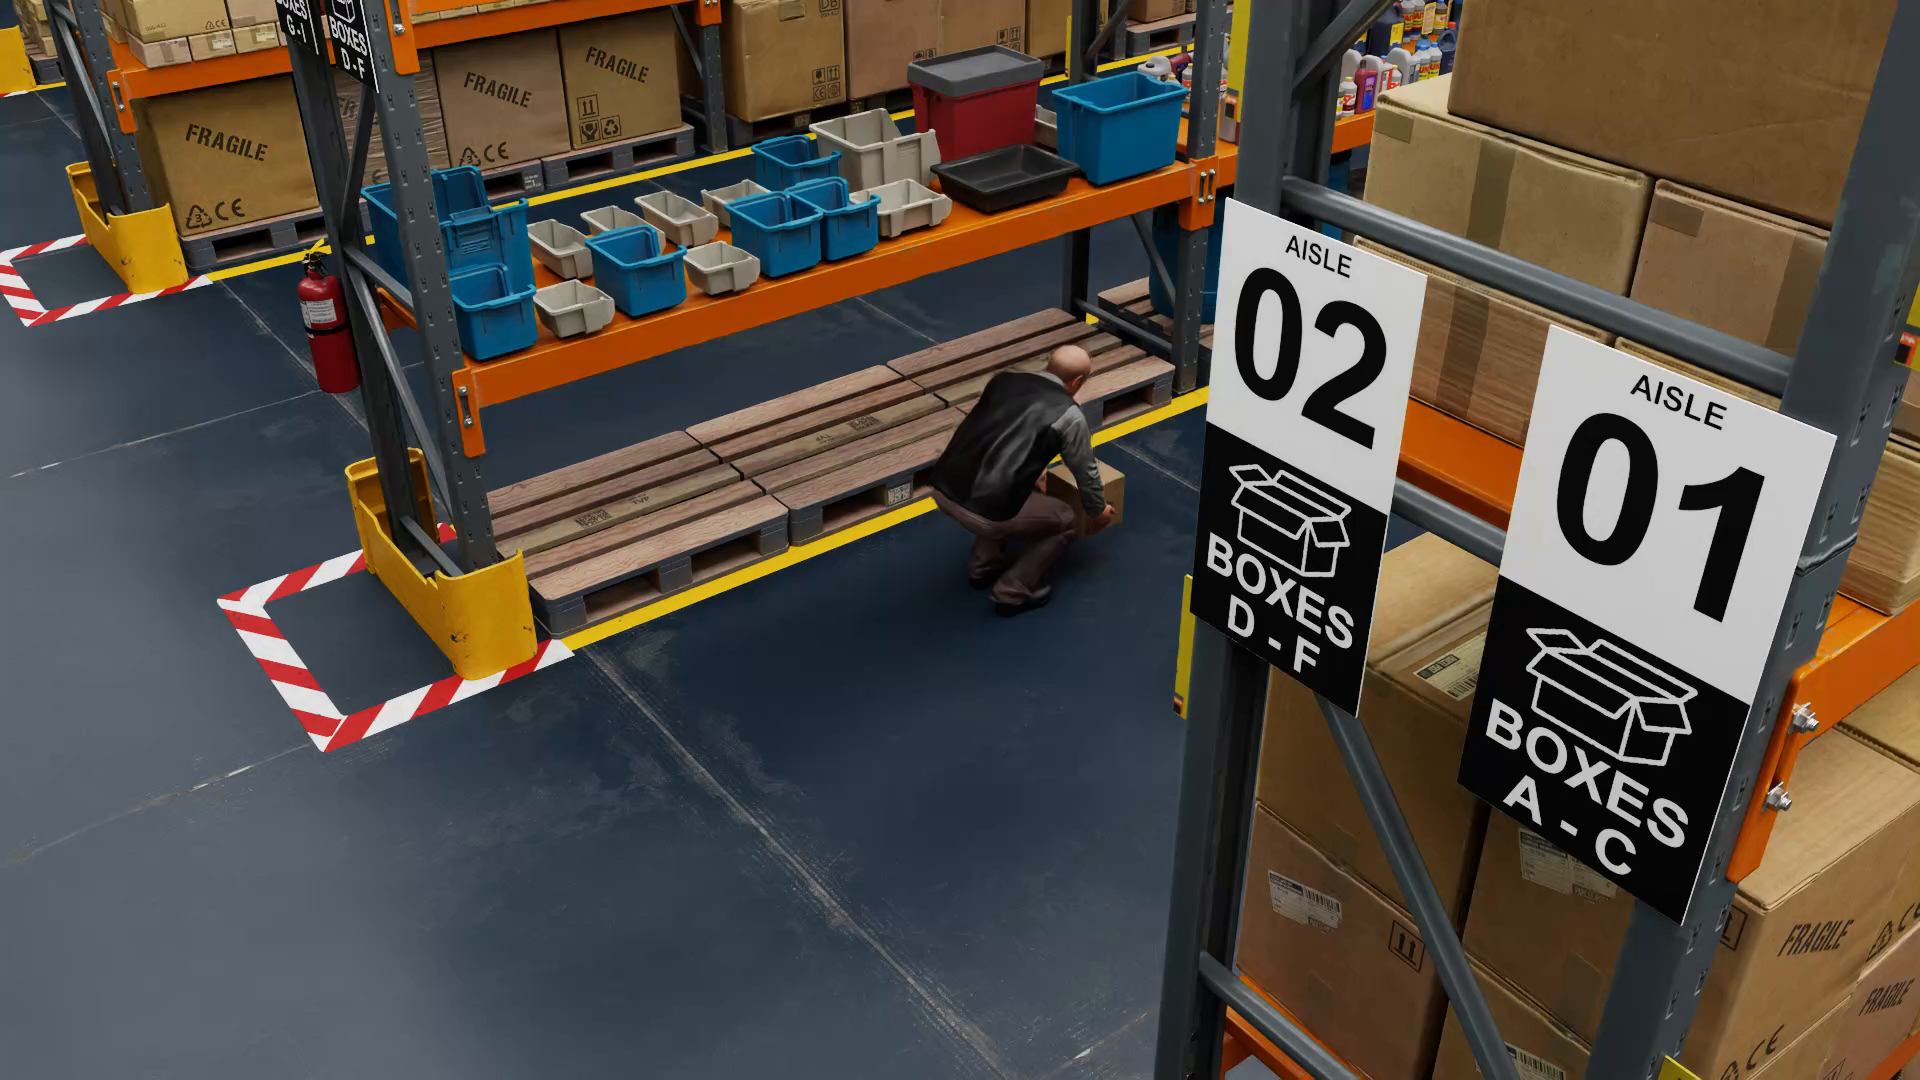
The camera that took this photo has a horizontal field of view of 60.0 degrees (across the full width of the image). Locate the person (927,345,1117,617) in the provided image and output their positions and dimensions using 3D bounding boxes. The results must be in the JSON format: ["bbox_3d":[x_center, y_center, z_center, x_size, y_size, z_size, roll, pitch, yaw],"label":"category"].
[{"bbox_3d":[0.245,-0.264,7.210,0.837,1.062,0.553,-22,38,-31],"label":"person"}]
